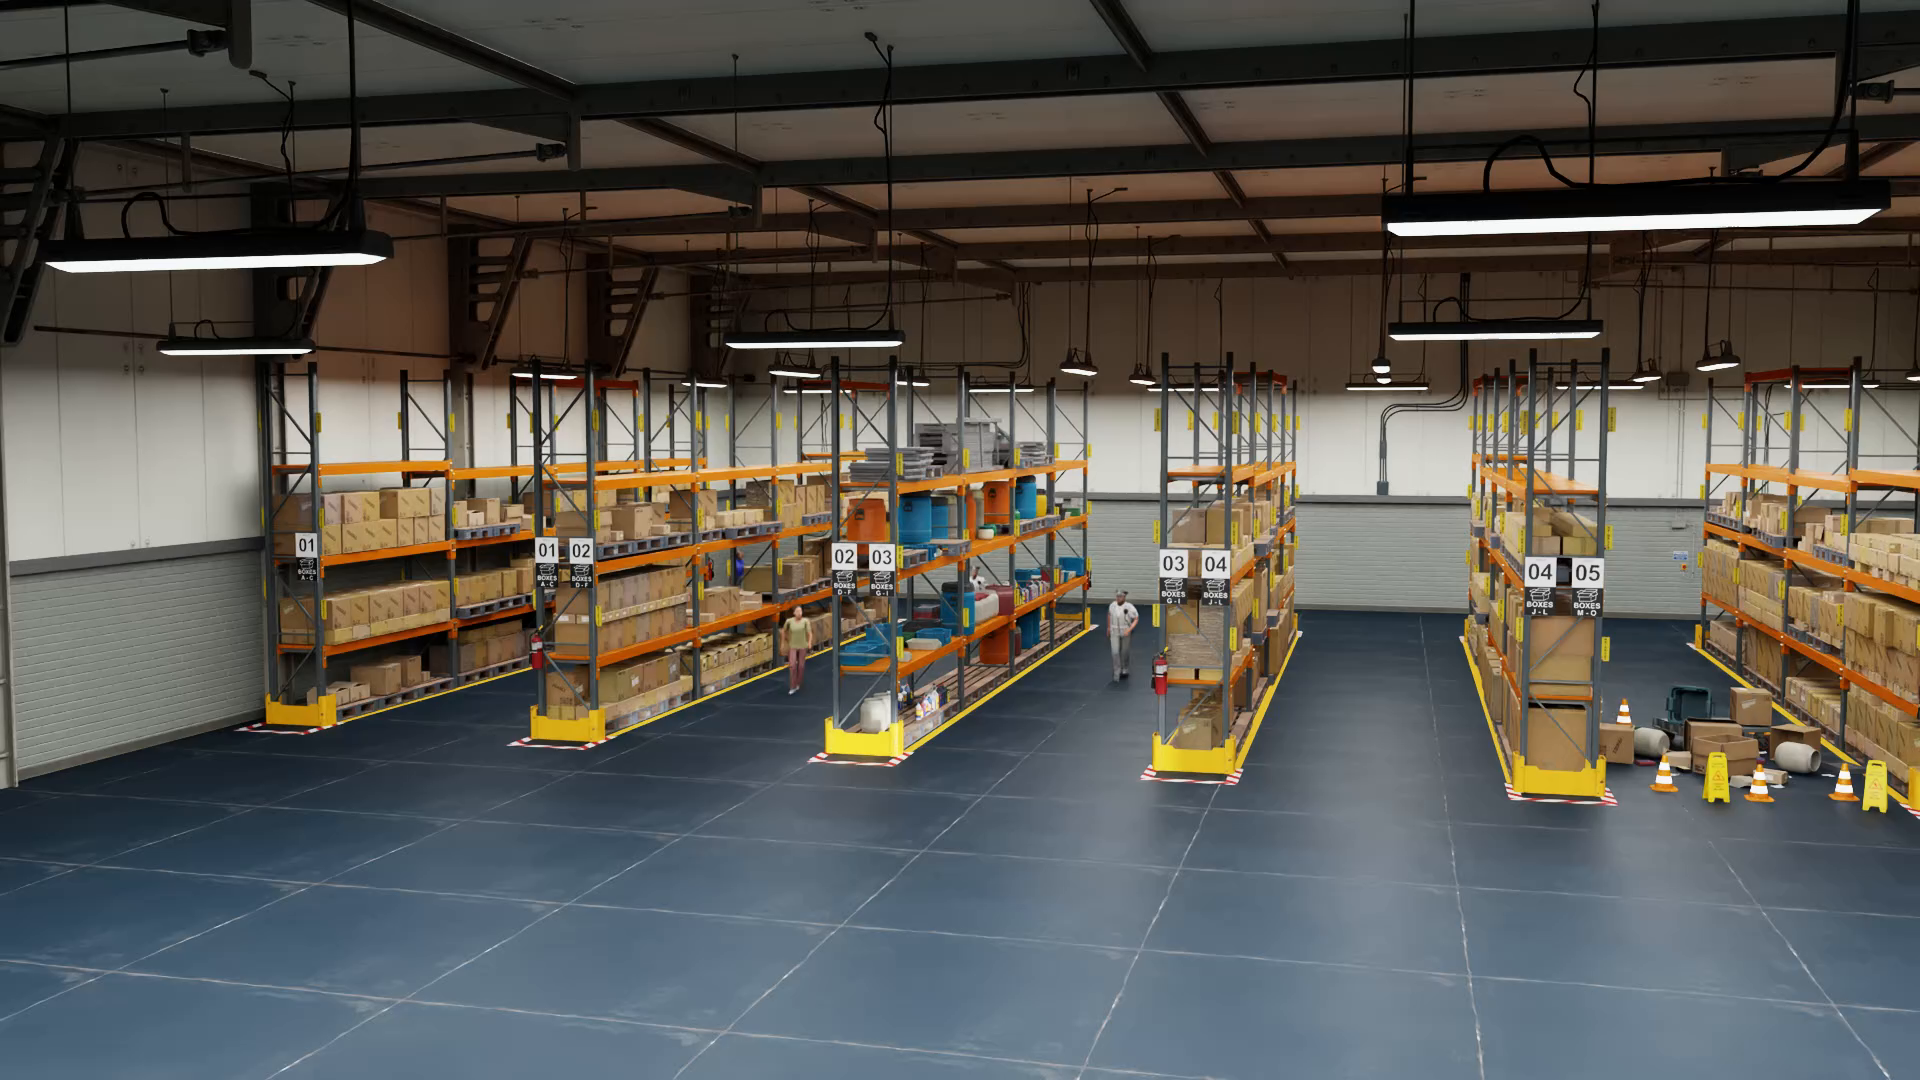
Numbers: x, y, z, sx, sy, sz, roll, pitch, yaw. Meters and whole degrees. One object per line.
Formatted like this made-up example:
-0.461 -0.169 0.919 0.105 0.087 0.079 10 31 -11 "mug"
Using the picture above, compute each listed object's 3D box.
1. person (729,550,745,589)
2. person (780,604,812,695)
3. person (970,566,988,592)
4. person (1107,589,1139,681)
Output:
-5.900 1.090 43.869 0.506 1.642 0.491 2 4 21 "person"
-3.049 2.044 30.983 0.580 1.704 0.718 -1 4 -12 "person"
0.355 1.436 38.853 0.555 1.708 0.981 1 4 15 "person"
3.194 1.841 32.636 0.644 1.798 0.826 1 4 9 "person"
